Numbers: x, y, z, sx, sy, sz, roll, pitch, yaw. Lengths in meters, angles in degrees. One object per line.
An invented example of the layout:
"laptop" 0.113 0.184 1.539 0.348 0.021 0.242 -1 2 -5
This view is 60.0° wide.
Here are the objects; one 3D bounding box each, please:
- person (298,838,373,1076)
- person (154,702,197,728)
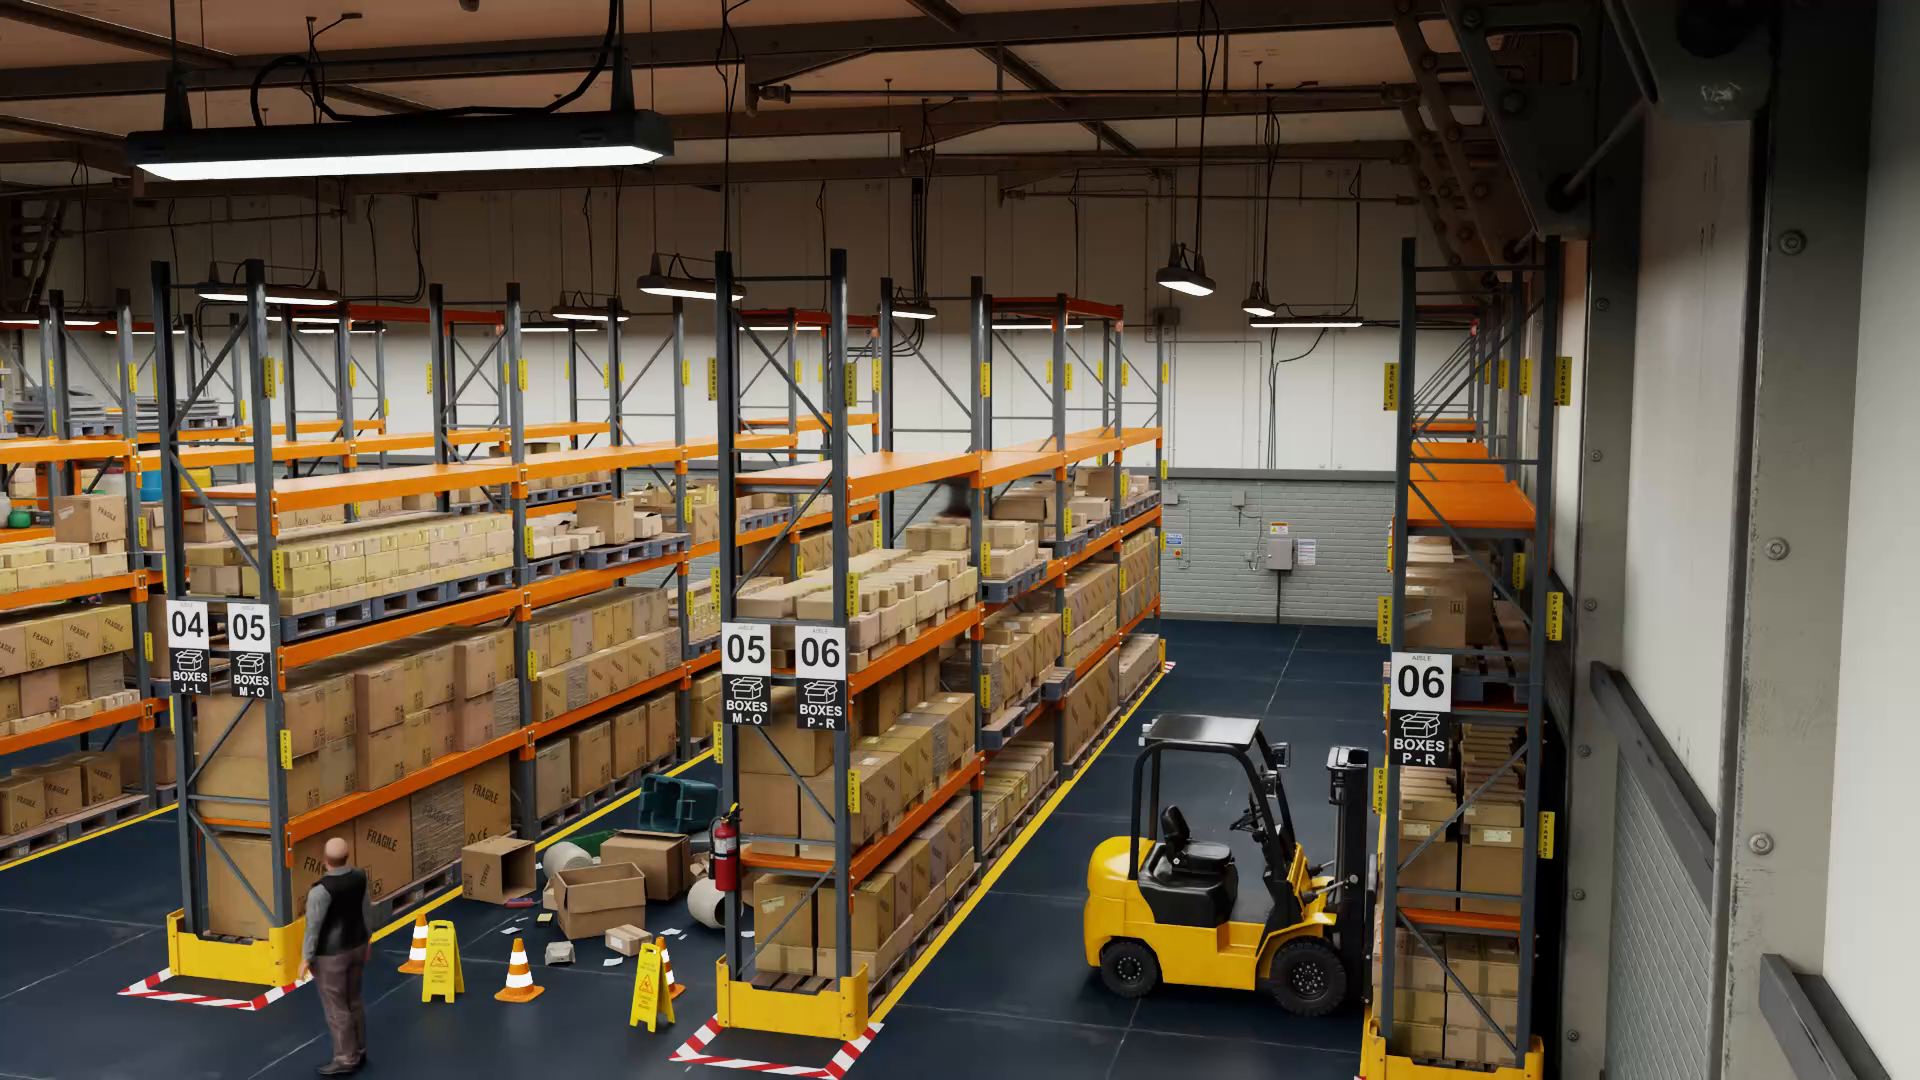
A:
"person" -4.545 3.038 12.151 0.387 1.746 0.577 2 6 21
"person" -11.190 1.881 23.521 0.555 1.597 0.952 1 6 10
